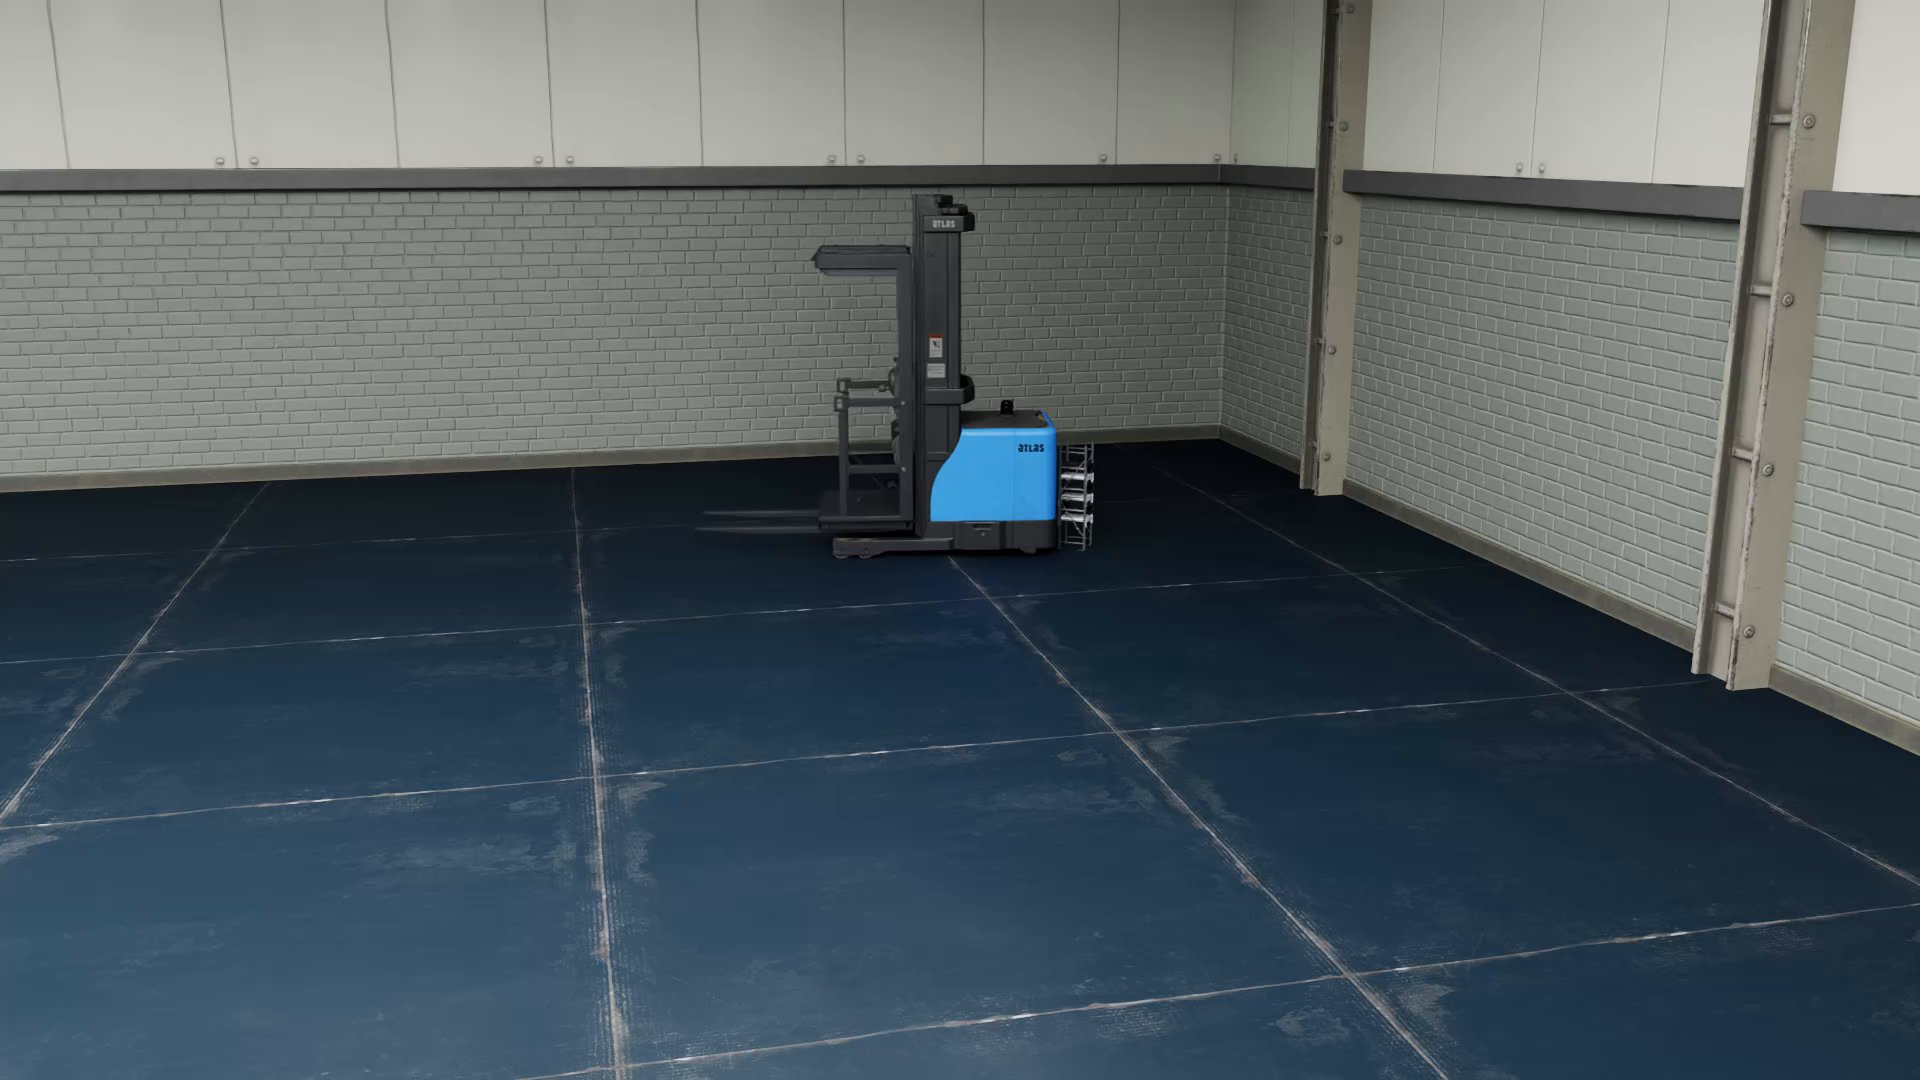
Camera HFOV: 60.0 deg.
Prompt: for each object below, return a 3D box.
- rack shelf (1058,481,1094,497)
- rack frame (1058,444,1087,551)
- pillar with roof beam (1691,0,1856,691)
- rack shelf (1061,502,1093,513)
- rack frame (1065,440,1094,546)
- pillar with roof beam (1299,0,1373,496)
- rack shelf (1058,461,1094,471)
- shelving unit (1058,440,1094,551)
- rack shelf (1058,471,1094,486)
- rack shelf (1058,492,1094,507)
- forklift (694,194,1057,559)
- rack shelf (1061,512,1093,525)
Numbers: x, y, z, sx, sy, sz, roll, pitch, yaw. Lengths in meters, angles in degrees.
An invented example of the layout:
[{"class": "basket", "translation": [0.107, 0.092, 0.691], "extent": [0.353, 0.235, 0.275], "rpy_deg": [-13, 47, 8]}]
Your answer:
[{"class": "rack shelf", "translation": [0.980, -0.432, 14.061], "extent": [0.258, 0.077, 0.200], "rpy_deg": [5, 14, 20]}, {"class": "rack frame", "translation": [0.945, -0.355, 13.981], "extent": [0.240, 0.900, 0.006], "rpy_deg": [5, 14, 20]}, {"class": "pillar with roof beam", "translation": [0.800, -3.233, 8.698], "extent": [9.100, 9.000, 0.400], "rpy_deg": [-3, 14, -13]}, {"class": "rack shelf", "translation": [0.980, -0.257, 14.103], "extent": [0.258, 0.077, 0.200], "rpy_deg": [5, 14, 20]}, {"class": "rack frame", "translation": [1.016, -0.400, 14.167], "extent": [0.240, 0.900, 0.006], "rpy_deg": [5, 14, 20]}, {"class": "pillar with roof beam", "translation": [-0.610, -4.617, 14.364], "extent": [9.100, 9.000, 0.400], "rpy_deg": [-3, 14, -13]}, {"class": "rack shelf", "translation": [0.981, -0.607, 14.019], "extent": [0.258, 0.077, 0.200], "rpy_deg": [5, 14, 20]}, {"class": "shelving unit", "translation": [0.980, -0.377, 14.074], "extent": [0.258, 0.900, 0.210], "rpy_deg": [5, 14, 20]}, {"class": "rack shelf", "translation": [0.981, -0.520, 14.040], "extent": [0.258, 0.077, 0.200], "rpy_deg": [5, 14, 20]}, {"class": "rack shelf", "translation": [0.980, -0.345, 14.082], "extent": [0.258, 0.077, 0.200], "rpy_deg": [5, 14, 20]}, {"class": "forklift", "translation": [-0.719, -1.394, 13.958], "extent": [3.031, 2.935, 1.130], "rpy_deg": [-1, 14, -3]}, {"class": "rack shelf", "translation": [0.980, -0.170, 14.124], "extent": [0.258, 0.077, 0.200], "rpy_deg": [5, 14, 20]}]
